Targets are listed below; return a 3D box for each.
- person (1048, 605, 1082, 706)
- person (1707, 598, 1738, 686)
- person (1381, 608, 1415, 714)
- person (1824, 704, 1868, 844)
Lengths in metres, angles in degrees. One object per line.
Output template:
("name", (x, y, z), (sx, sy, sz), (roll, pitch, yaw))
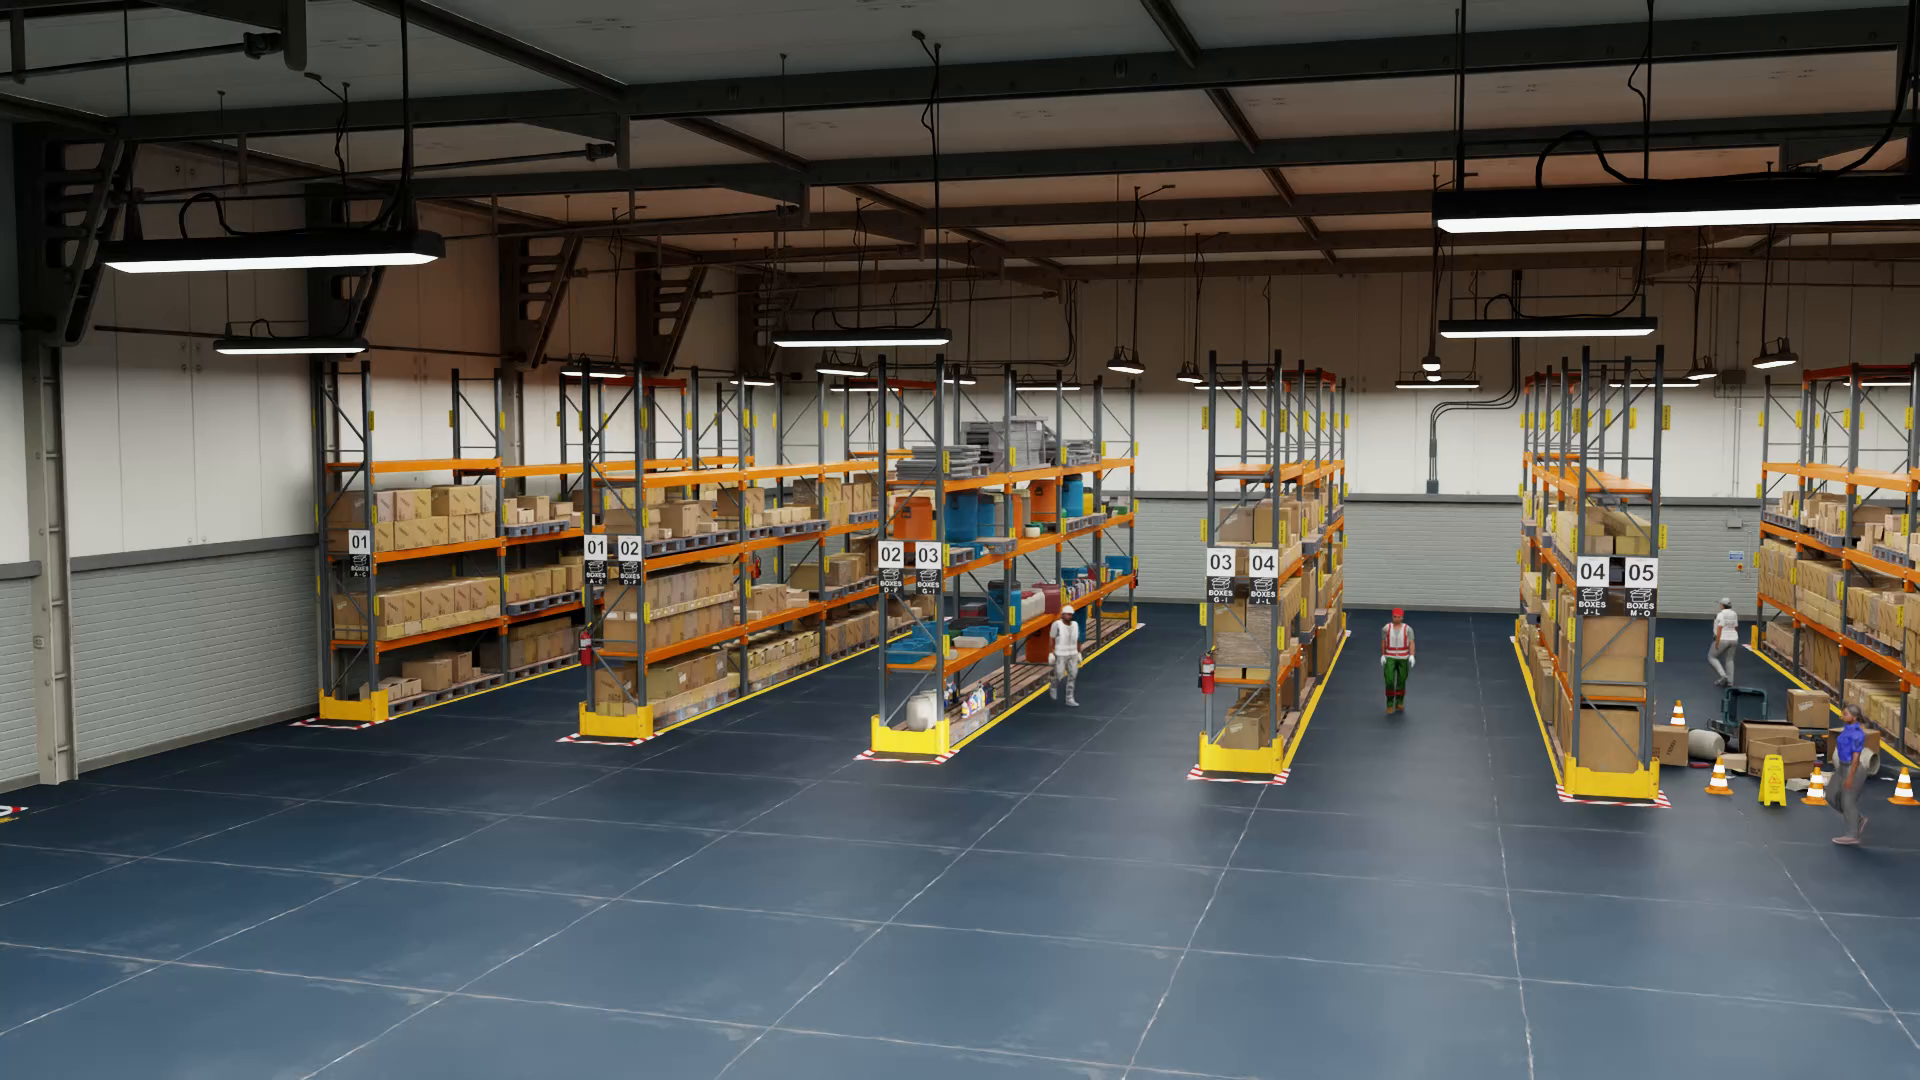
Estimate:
("person", (1.823, 2.018, 29.207), (0.641, 1.775, 0.601), (-2, 4, -23))
("person", (14.470, 1.928, 31.437), (0.536, 1.663, 0.461), (-1, 4, -19))
("person", (7.543, 2.084, 28.636), (0.574, 1.847, 0.518), (1, 4, 15))
("person", (10.528, 2.756, 19.617), (0.473, 1.648, 0.456), (0, 4, 5))
